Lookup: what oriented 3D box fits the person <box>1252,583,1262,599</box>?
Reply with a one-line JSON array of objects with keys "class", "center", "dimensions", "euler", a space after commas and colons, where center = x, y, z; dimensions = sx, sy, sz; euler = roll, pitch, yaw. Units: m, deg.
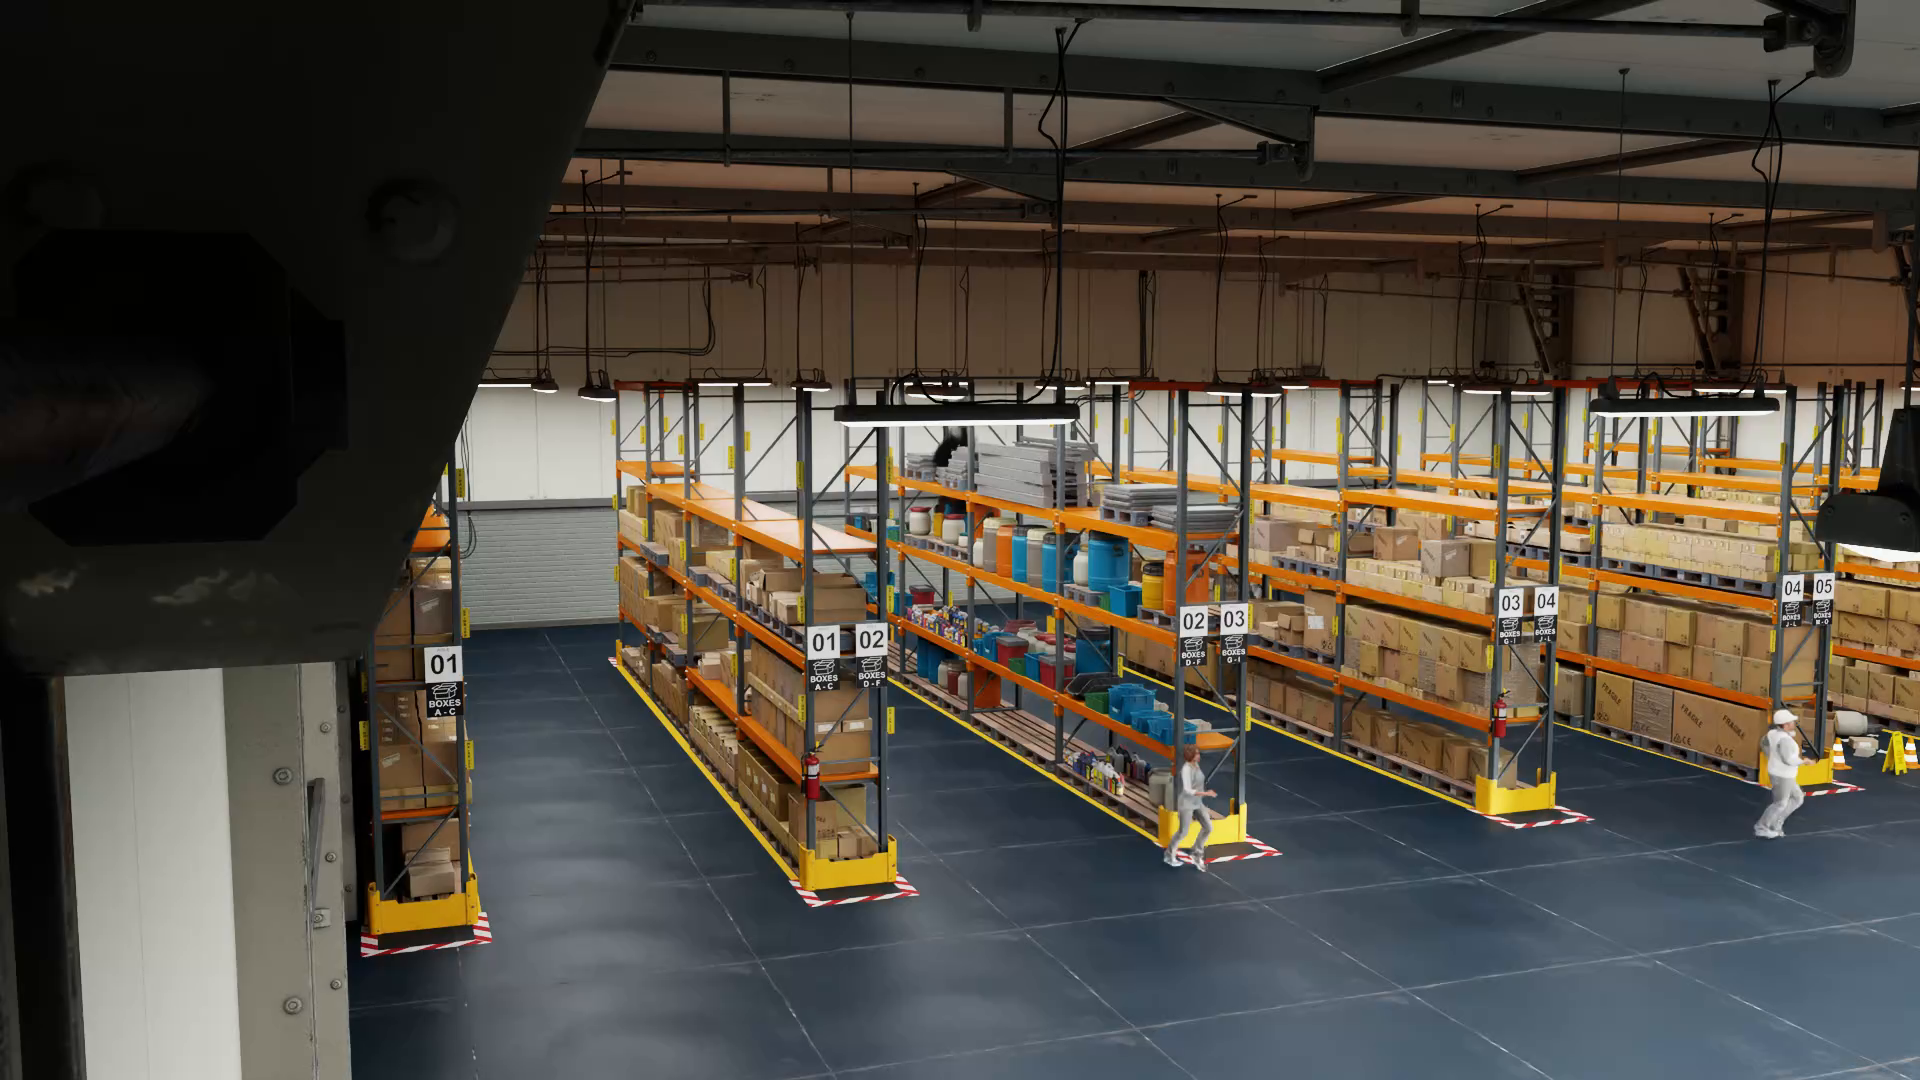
[{"class": "person", "center": [7.510, 1.059, 41.562], "dimensions": [0.941, 1.747, 0.711], "euler": [-5, 8, -38]}]

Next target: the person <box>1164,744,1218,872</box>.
[{"class": "person", "center": [2.896, 3.343, 20.753], "dimensions": [0.707, 1.625, 0.530], "euler": [4, 7, 32]}]

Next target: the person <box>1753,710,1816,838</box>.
[{"class": "person", "center": [10.964, 3.126, 22.107], "dimensions": [0.699, 1.773, 0.633], "euler": [2, 6, 16]}]
